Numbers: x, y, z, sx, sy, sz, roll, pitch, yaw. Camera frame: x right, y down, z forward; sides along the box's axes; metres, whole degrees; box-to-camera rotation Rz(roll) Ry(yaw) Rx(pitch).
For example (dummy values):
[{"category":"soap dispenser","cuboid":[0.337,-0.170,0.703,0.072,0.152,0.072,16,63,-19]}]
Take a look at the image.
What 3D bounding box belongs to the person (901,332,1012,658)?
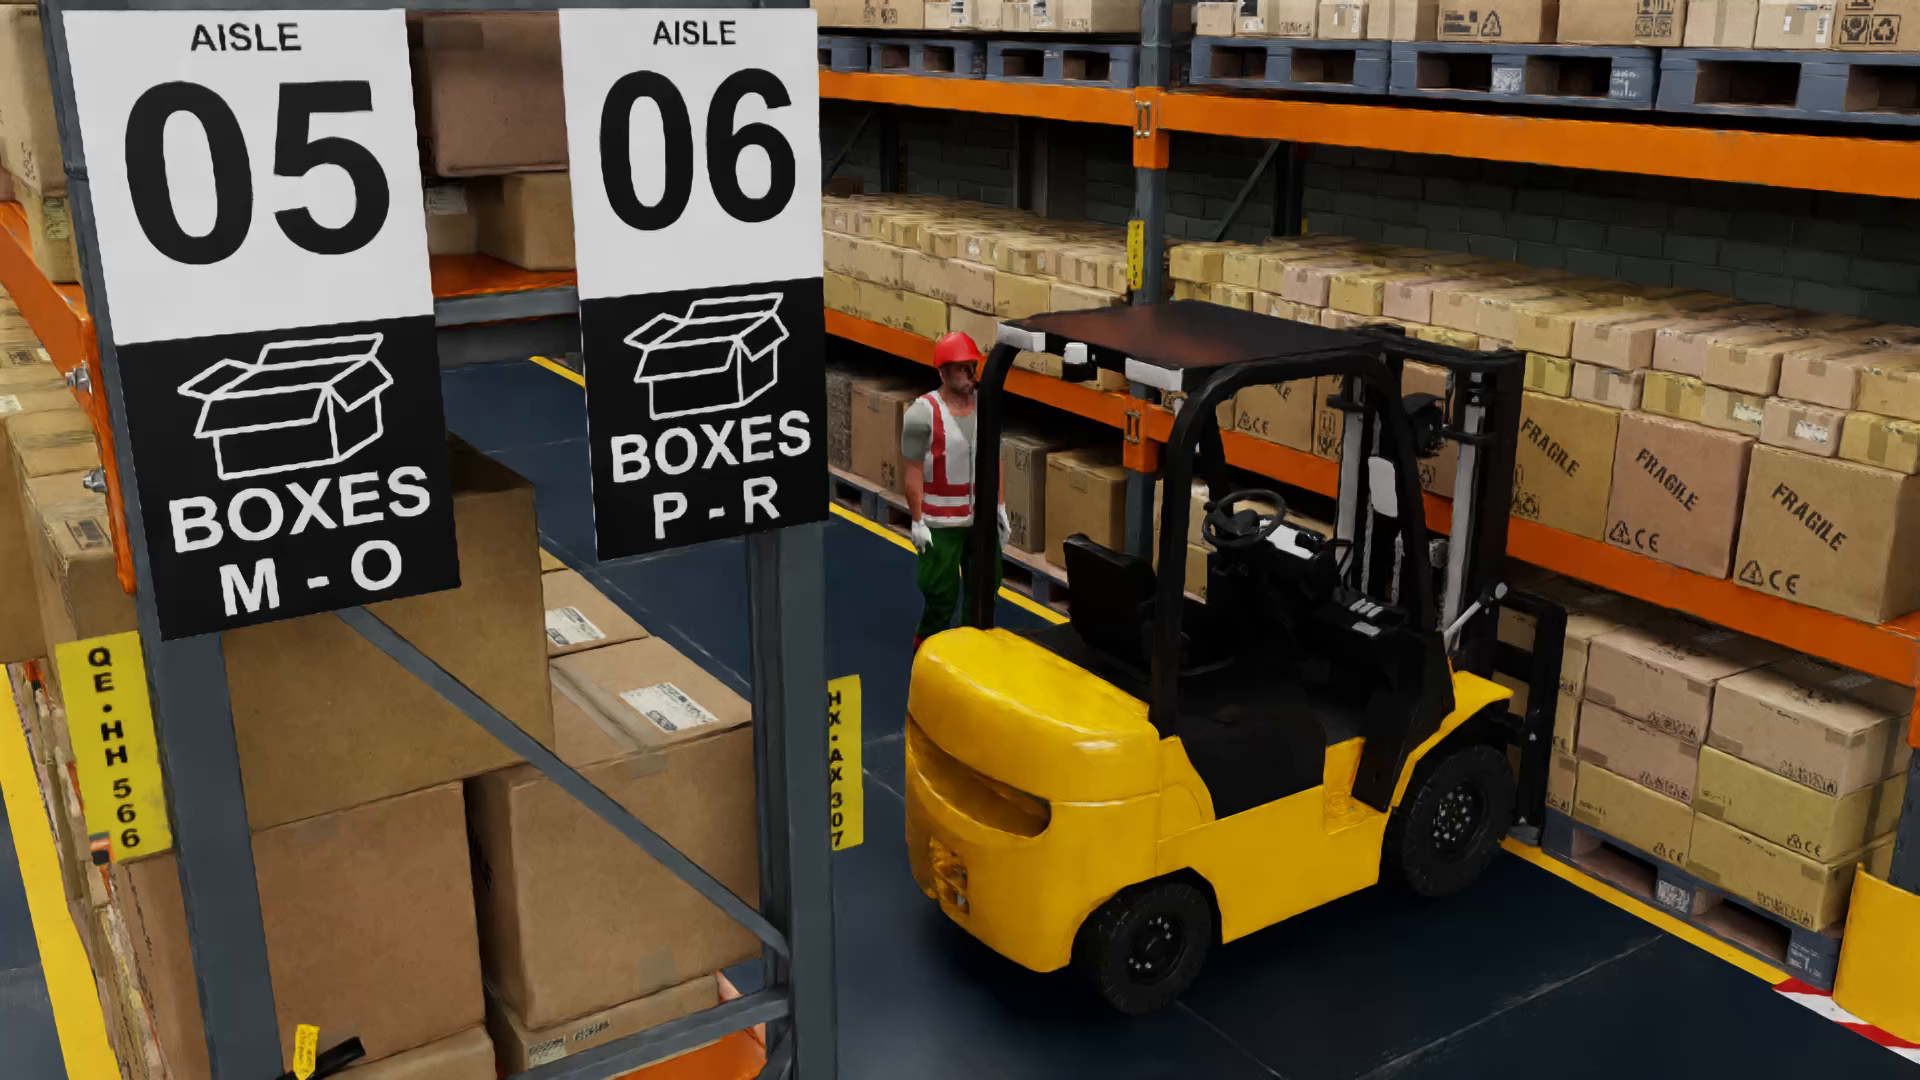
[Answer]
[{"category":"person","cuboid":[-0.008,-0.088,7.815,0.525,1.791,0.341,-11,21,-30]}]
